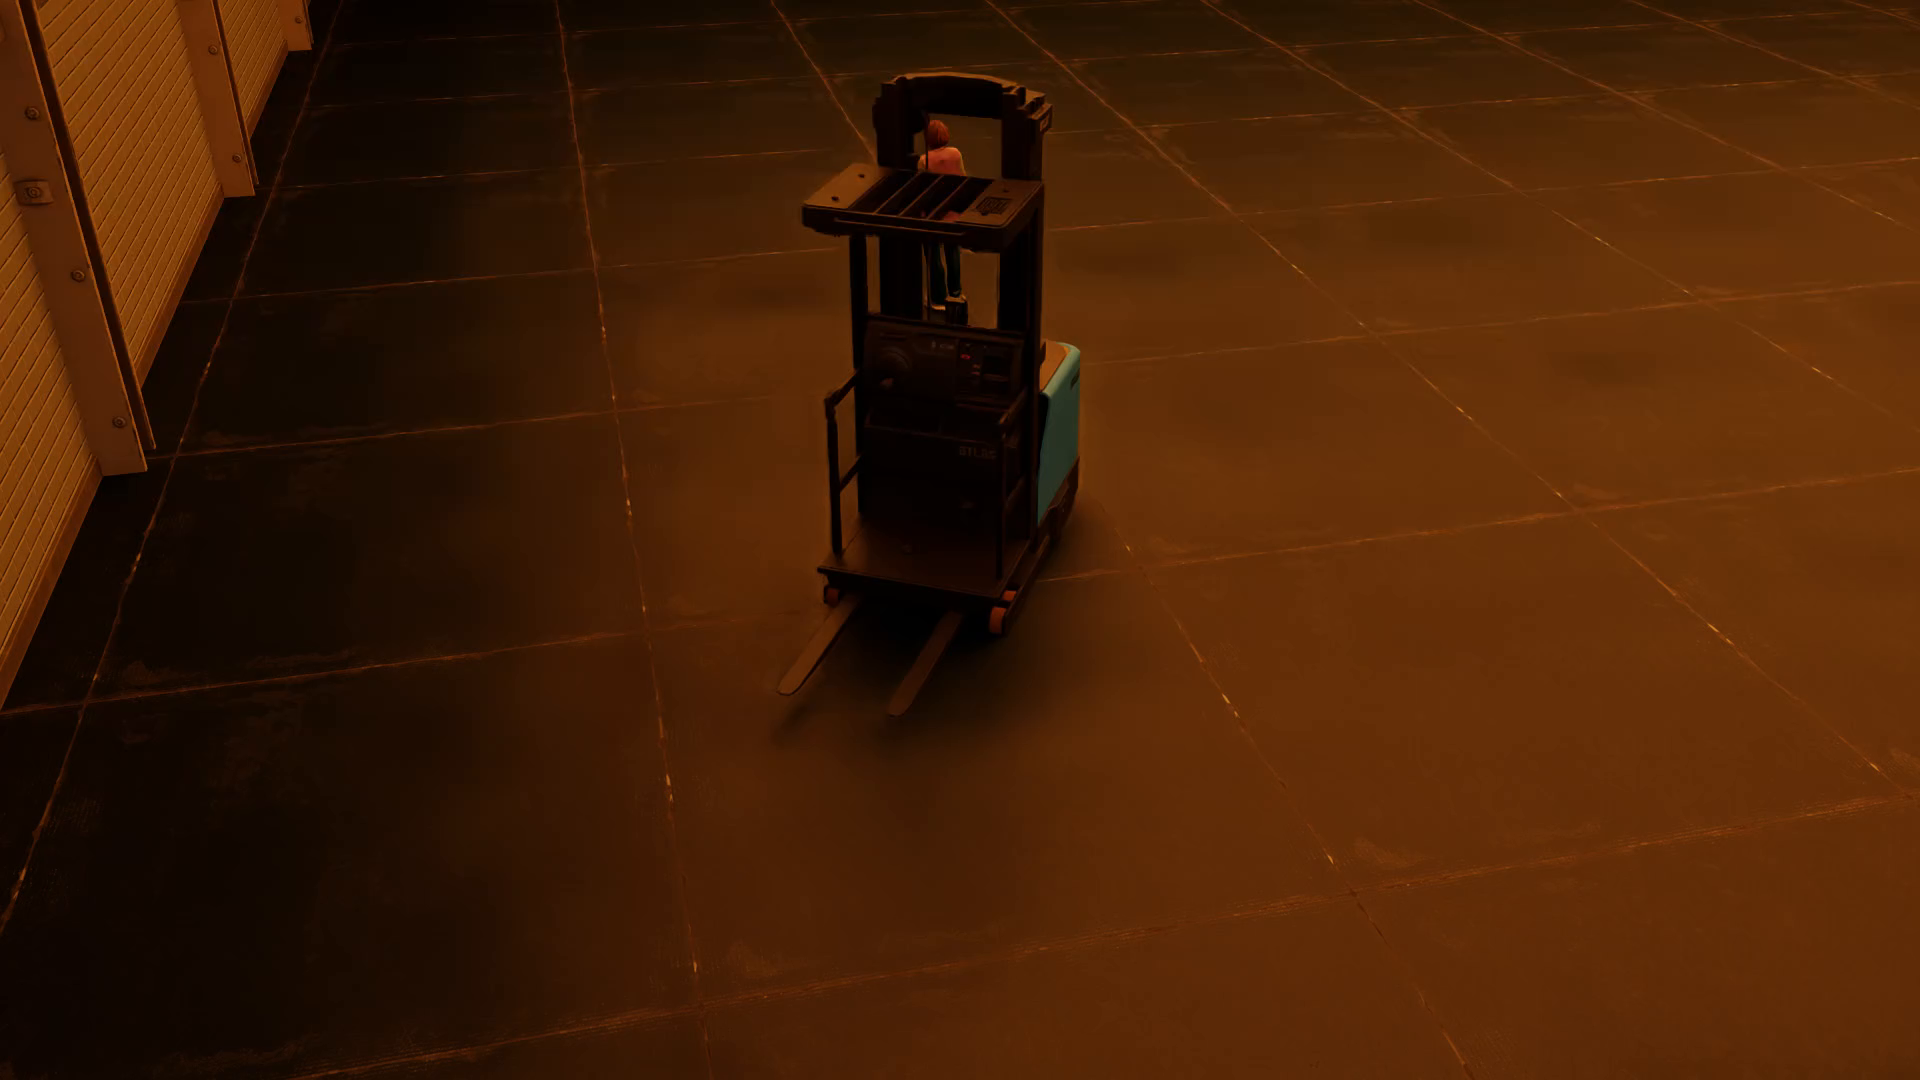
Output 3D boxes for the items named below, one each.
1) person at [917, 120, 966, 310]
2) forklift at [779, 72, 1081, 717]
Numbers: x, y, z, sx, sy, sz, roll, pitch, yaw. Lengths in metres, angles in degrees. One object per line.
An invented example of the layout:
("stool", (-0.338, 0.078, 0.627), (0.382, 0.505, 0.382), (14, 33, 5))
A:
("person", (-0.192, -2.642, 13.455), (0.520, 1.596, 0.475), (-12, 32, -20))
("forklift", (-0.163, -0.946, 9.209), (1.130, 2.935, 3.031), (9, 31, 15))
